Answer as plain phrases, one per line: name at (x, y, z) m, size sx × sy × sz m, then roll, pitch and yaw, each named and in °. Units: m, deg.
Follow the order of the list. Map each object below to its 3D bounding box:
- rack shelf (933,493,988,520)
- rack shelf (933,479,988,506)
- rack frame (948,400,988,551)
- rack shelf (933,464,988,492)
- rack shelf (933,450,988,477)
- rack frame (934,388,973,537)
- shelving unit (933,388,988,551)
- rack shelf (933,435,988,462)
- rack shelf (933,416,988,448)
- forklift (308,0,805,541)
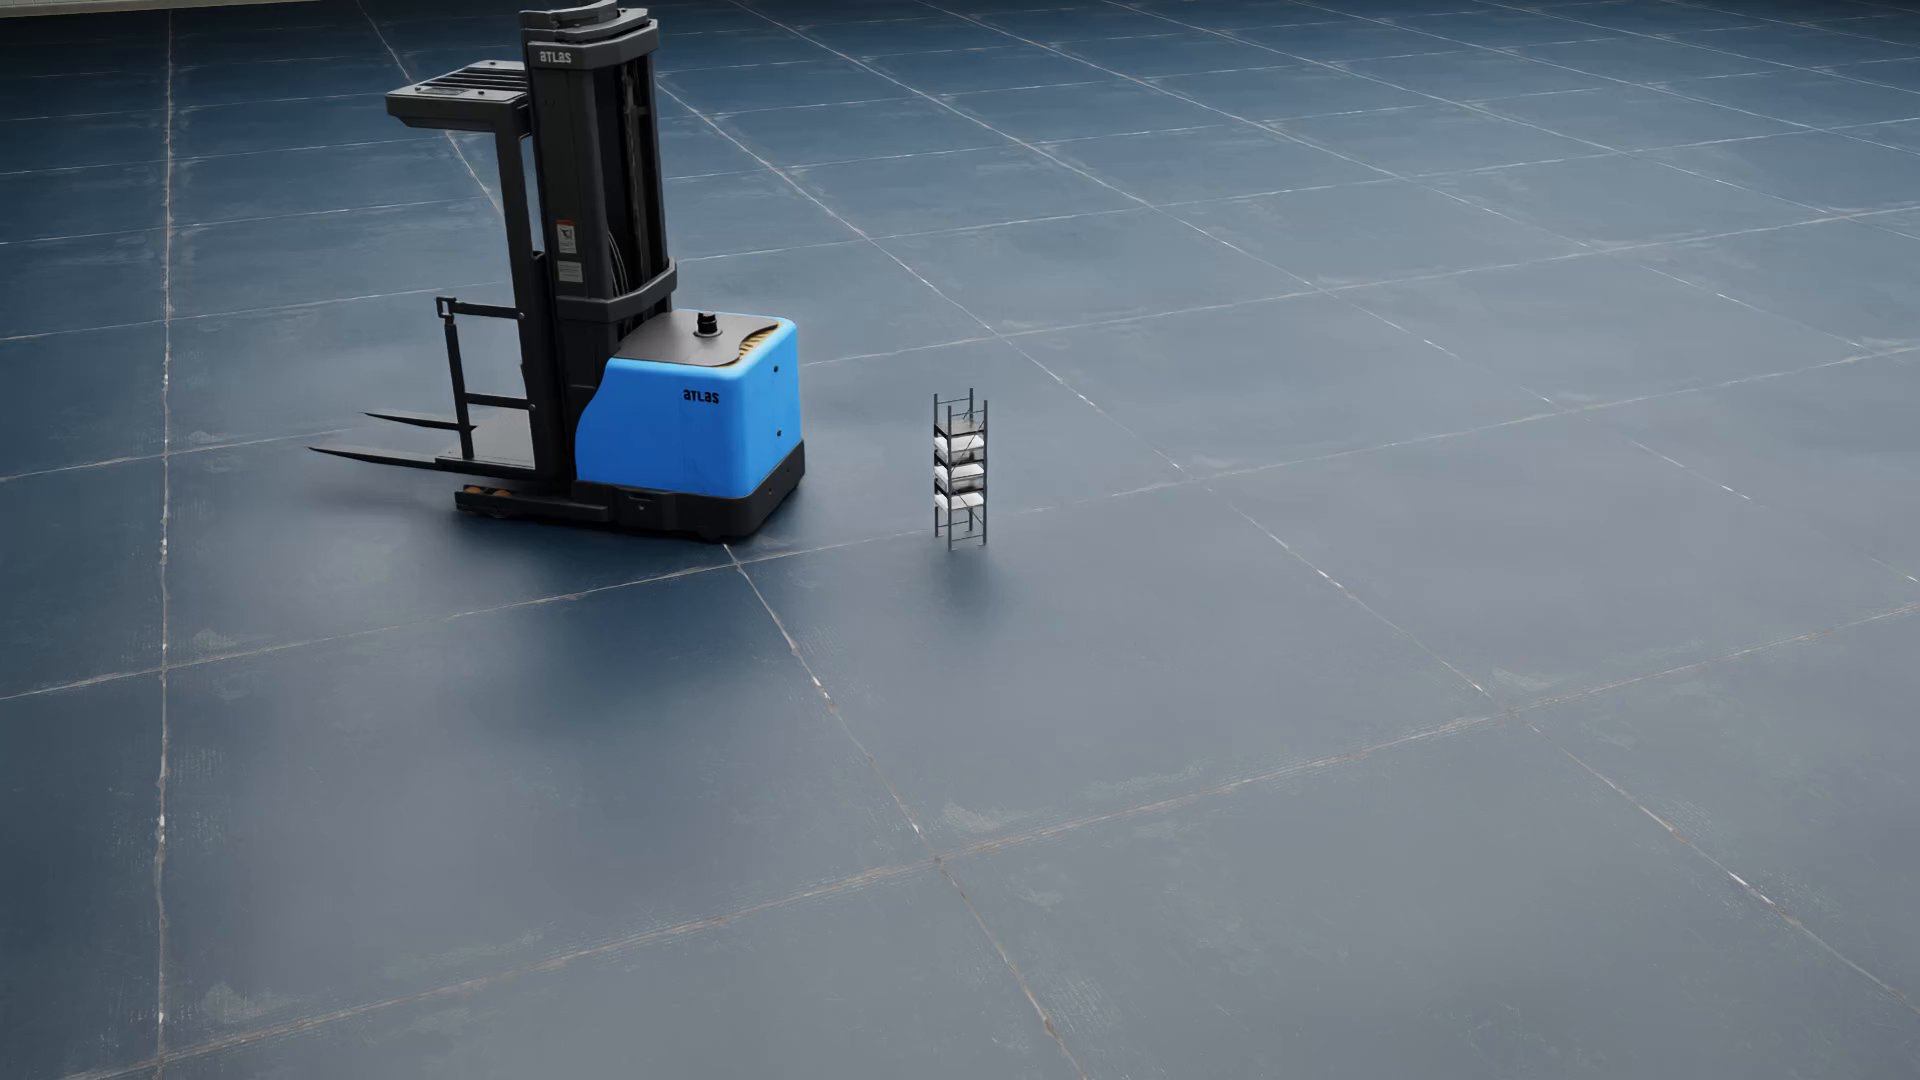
rack shelf at (0.003, -0.209, 9.639) m, size 0.258 × 0.077 × 0.200 m, roll -11°, pitch 28°, yaw -21°
rack shelf at (0.003, -0.290, 9.600) m, size 0.258 × 0.077 × 0.200 m, roll -11°, pitch 28°, yaw -21°
rack frame at (0.043, -0.360, 9.462) m, size 0.240 × 0.900 × 0.006 m, roll -11°, pitch 28°, yaw -21°
rack shelf at (0.003, -0.371, 9.560) m, size 0.258 × 0.077 × 0.200 m, roll -11°, pitch 28°, yaw -21°
rack shelf at (0.003, -0.452, 9.521) m, size 0.258 × 0.077 × 0.200 m, roll -11°, pitch 28°, yaw -21°
rack frame at (-0.037, -0.442, 9.630) m, size 0.240 × 0.900 × 0.006 m, roll -11°, pitch 28°, yaw -21°
shelving unit at (0.003, -0.401, 9.546) m, size 0.258 × 0.900 × 0.210 m, roll -11°, pitch 28°, yaw -21°
rack shelf at (0.003, -0.533, 9.481) m, size 0.258 × 0.077 × 0.200 m, roll -11°, pitch 28°, yaw -21°
rack shelf at (0.003, -0.614, 9.442) m, size 0.258 × 0.077 × 0.200 m, roll -11°, pitch 28°, yaw -21°
forklift at (-2.546, -1.661, 9.811) m, size 3.031 × 2.935 × 1.130 m, roll 7°, pitch 27°, yaw 14°
